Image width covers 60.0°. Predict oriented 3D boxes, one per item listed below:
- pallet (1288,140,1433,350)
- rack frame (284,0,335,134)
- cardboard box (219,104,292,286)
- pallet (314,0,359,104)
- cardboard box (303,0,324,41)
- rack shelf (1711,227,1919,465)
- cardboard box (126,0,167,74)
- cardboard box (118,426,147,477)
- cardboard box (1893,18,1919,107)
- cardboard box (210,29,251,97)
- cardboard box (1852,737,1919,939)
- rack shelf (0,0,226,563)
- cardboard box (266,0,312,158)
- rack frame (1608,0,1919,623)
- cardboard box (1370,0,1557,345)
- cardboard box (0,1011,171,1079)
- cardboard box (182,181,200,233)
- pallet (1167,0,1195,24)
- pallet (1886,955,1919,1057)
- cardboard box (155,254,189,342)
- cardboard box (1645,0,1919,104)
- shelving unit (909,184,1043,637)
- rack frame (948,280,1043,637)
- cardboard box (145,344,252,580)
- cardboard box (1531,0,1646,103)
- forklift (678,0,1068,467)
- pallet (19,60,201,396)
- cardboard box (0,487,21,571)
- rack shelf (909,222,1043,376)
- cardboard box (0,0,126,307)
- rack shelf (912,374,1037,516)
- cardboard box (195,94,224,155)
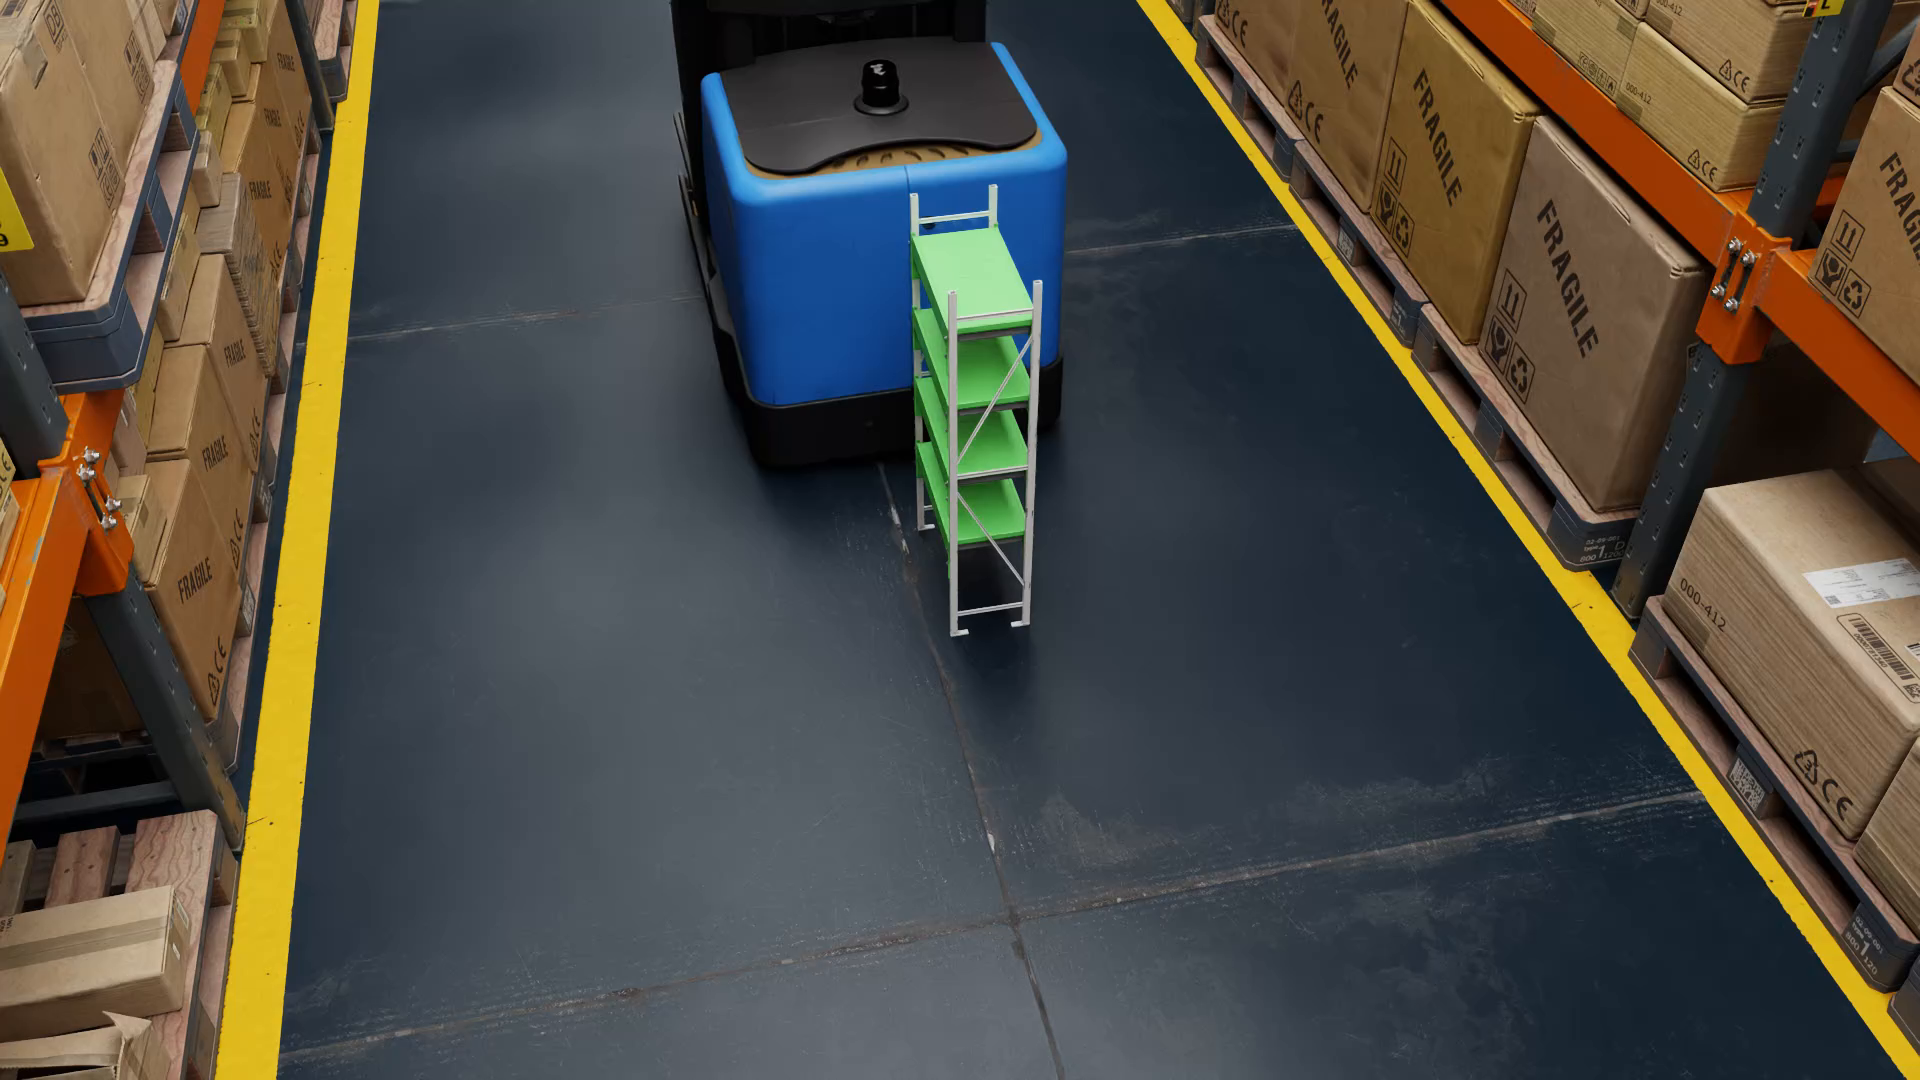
[{"bbox_3d":[1.969,-1.227,6.473,1.003,0.211,1.213,-8,42,-9],"label":"pallet"},{"bbox_3d":[-3.233,-2.867,6.220,1.000,3.000,0.127,-8,42,-9],"label":"rack frame"},{"bbox_3d":[-2.719,-1.181,5.887,0.500,0.500,0.500,-7,42,-7],"label":"cardboard box"},{"bbox_3d":[-3.373,-2.363,7.753,1.003,0.211,1.213,-8,42,-9],"label":"pallet"},{"bbox_3d":[-3.354,-2.542,7.327,0.875,0.625,0.625,-7,42,-8],"label":"cardboard box"},{"bbox_3d":[2.908,0.578,2.881,1.077,0.370,4.000,-8,42,-9],"label":"rack shelf"},{"bbox_3d":[-2.295,-1.336,4.281,0.396,0.266,0.258,-6,42,-7],"label":"cardboard box"},{"bbox_3d":[-2.323,-0.178,4.269,0.380,0.149,0.250,-9,42,-10],"label":"cardboard box"},{"bbox_3d":[2.343,-1.056,3.351,0.500,0.500,0.500,-8,42,-9],"label":"cardboard box"},{"bbox_3d":[-2.776,-1.698,5.982,0.380,0.149,0.250,-10,43,-11],"label":"cardboard box"},{"bbox_3d":[2.701,0.816,3.685,0.875,0.438,0.875,-10,42,-11],"label":"cardboard box"},{"bbox_3d":[-2.801,-1.301,4.998,1.077,0.370,4.000,-8,42,-9],"label":"rack shelf"},{"bbox_3d":[-2.932,-1.846,6.636,0.500,0.500,0.500,-7,42,-8],"label":"cardboard box"},{"bbox_3d":[2.476,-0.988,4.103,1.000,3.000,0.127,-8,42,-9],"label":"rack frame"},{"bbox_3d":[2.062,-1.325,5.767,0.875,0.875,0.875,-7,42,-8],"label":"cardboard box"},{"bbox_3d":[-1.886,1.142,3.447,0.396,0.266,0.258,-7,42,-8],"label":"cardboard box"},{"bbox_3d":[-2.617,-1.018,5.215,0.380,0.149,0.250,-8,42,-9],"label":"cardboard box"},{"bbox_3d":[1.446,-3.044,8.521,1.003,0.211,1.213,-8,42,-9],"label":"pallet"},{"bbox_3d":[2.831,1.352,3.568,1.003,0.211,1.213,-8,42,-9],"label":"pallet"},{"bbox_3d":[-2.479,-0.686,4.841,0.380,0.149,0.250,-8,42,-9],"label":"cardboard box"},{"bbox_3d":[2.144,-1.369,4.270,0.500,0.250,0.500,-8,42,-9],"label":"cardboard box"},{"bbox_3d":[0.036,-0.341,4.731,0.258,1.200,0.503,-8,42,-9],"label":"shelving unit"},{"bbox_3d":[0.088,-0.183,4.553,0.240,1.200,0.015,-8,42,-9],"label":"rack frame"},{"bbox_3d":[-2.379,-0.186,4.766,0.500,0.500,0.500,-9,42,-10],"label":"cardboard box"},{"bbox_3d":[2.024,-1.516,4.812,0.500,0.250,0.500,-9,42,-10],"label":"cardboard box"},{"bbox_3d":[-0.507,-2.324,5.660,1.130,2.935,3.031,-9,42,-10],"label":"forklift"},{"bbox_3d":[-2.436,-0.736,3.964,1.003,0.211,1.213,-8,42,-9],"label":"pallet"},{"bbox_3d":[-2.054,-0.009,3.190,0.380,0.149,0.250,-8,42,-9],"label":"cardboard box"},{"bbox_3d":[0.036,-0.653,4.455,0.258,0.148,0.480,-8,42,-9],"label":"rack shelf"},{"bbox_3d":[-2.256,-0.814,3.516,0.700,0.500,0.500,-7,42,-8],"label":"cardboard box"},{"bbox_3d":[0.036,-0.294,4.773,0.258,0.148,0.480,-8,42,-9],"label":"rack shelf"},{"bbox_3d":[-2.709,-1.359,5.599,0.380,0.149,0.250,-9,42,-10],"label":"cardboard box"}]
